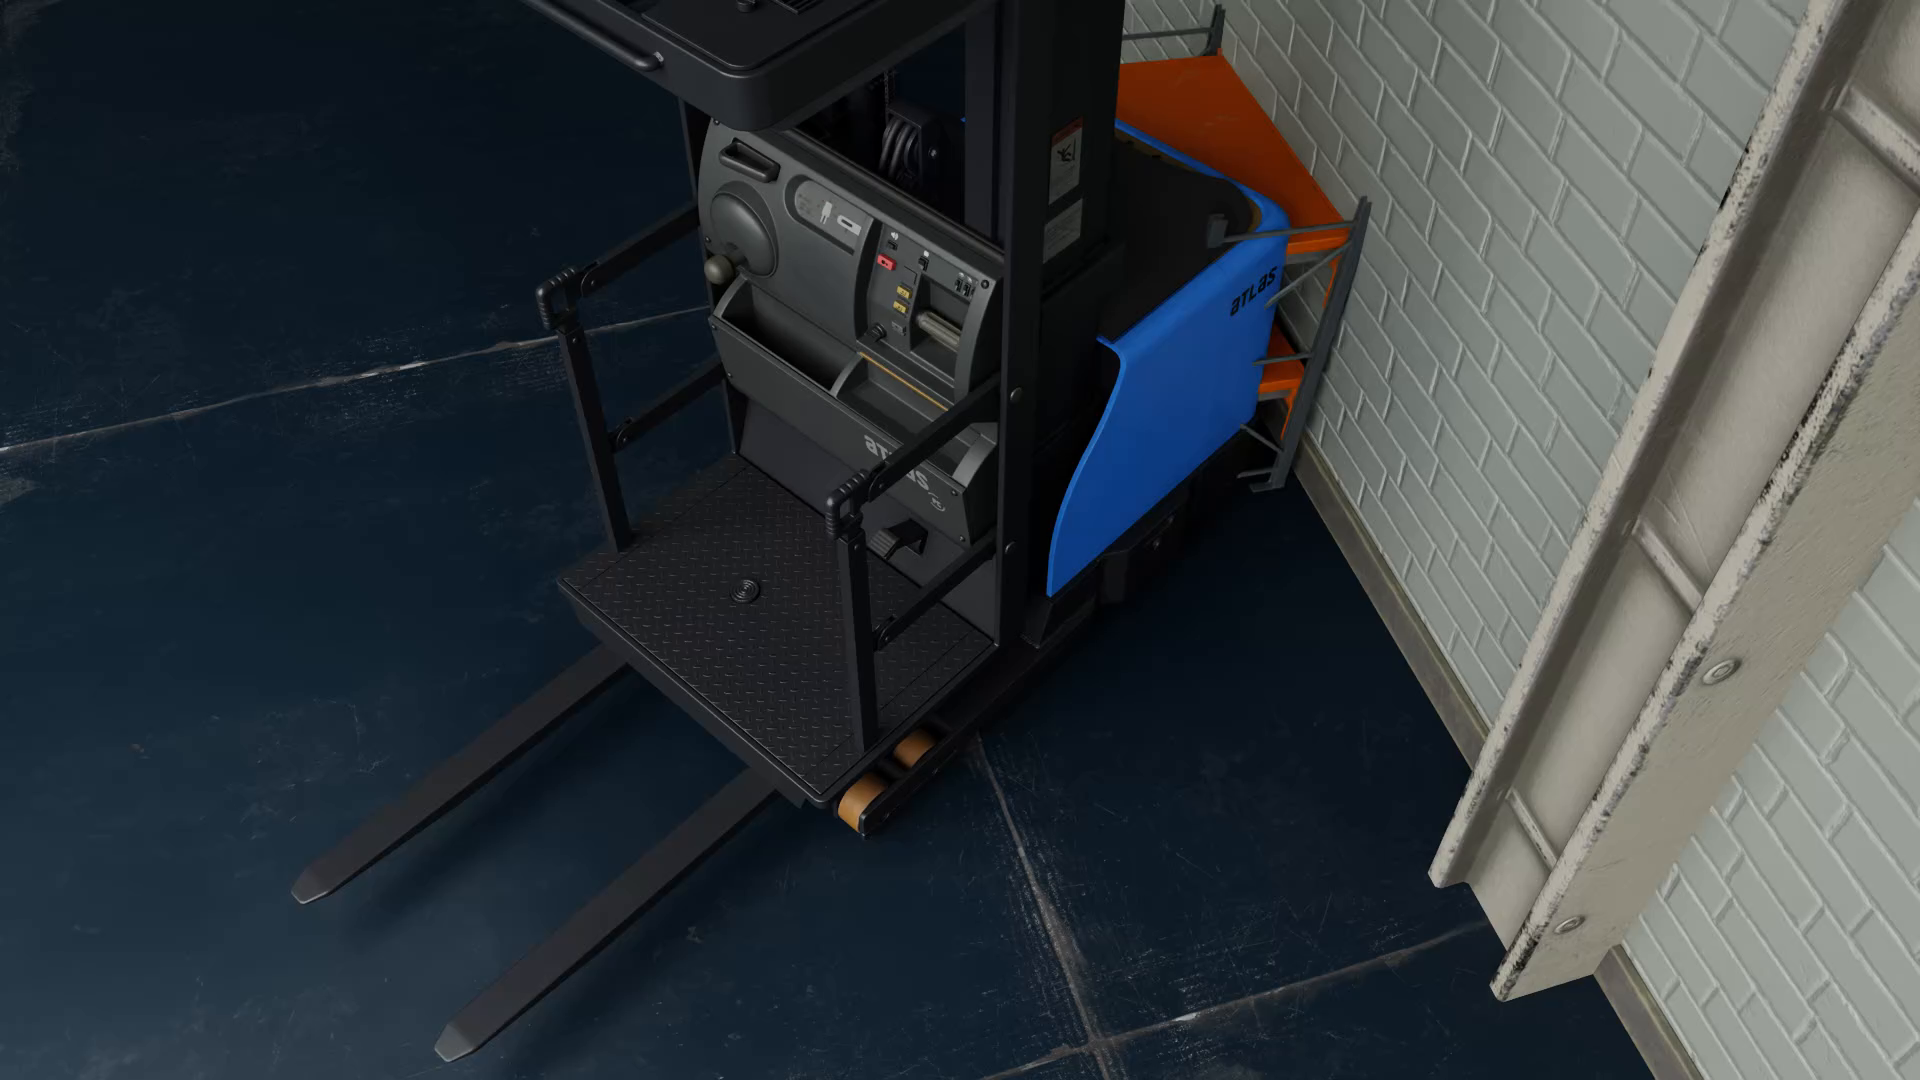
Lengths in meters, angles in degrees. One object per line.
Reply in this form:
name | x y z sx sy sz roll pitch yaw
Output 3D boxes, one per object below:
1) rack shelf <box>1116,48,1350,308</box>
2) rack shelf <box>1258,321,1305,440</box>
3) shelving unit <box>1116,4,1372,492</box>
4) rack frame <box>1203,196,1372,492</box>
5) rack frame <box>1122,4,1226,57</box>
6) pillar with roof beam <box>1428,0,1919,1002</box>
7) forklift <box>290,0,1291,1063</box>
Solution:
rack shelf | 0.734 -1.085 5.027 0.538 0.278 1.000 -10 50 -15
rack shelf | 0.686 -0.723 5.421 0.538 0.278 1.000 -10 50 -15
shelving unit | 0.708 -0.888 5.242 0.538 1.125 1.048 -10 50 -15
rack frame | 0.859 -0.521 4.924 0.500 1.125 0.032 -10 50 -15
rack frame | 0.556 -1.254 5.560 0.500 1.125 0.032 -10 50 -15
pillar with roof beam | -2.645 -0.924 0.143 9.100 9.000 0.400 -13 51 -11
forklift | -0.427 -0.591 3.831 1.130 2.935 3.031 35 58 26
